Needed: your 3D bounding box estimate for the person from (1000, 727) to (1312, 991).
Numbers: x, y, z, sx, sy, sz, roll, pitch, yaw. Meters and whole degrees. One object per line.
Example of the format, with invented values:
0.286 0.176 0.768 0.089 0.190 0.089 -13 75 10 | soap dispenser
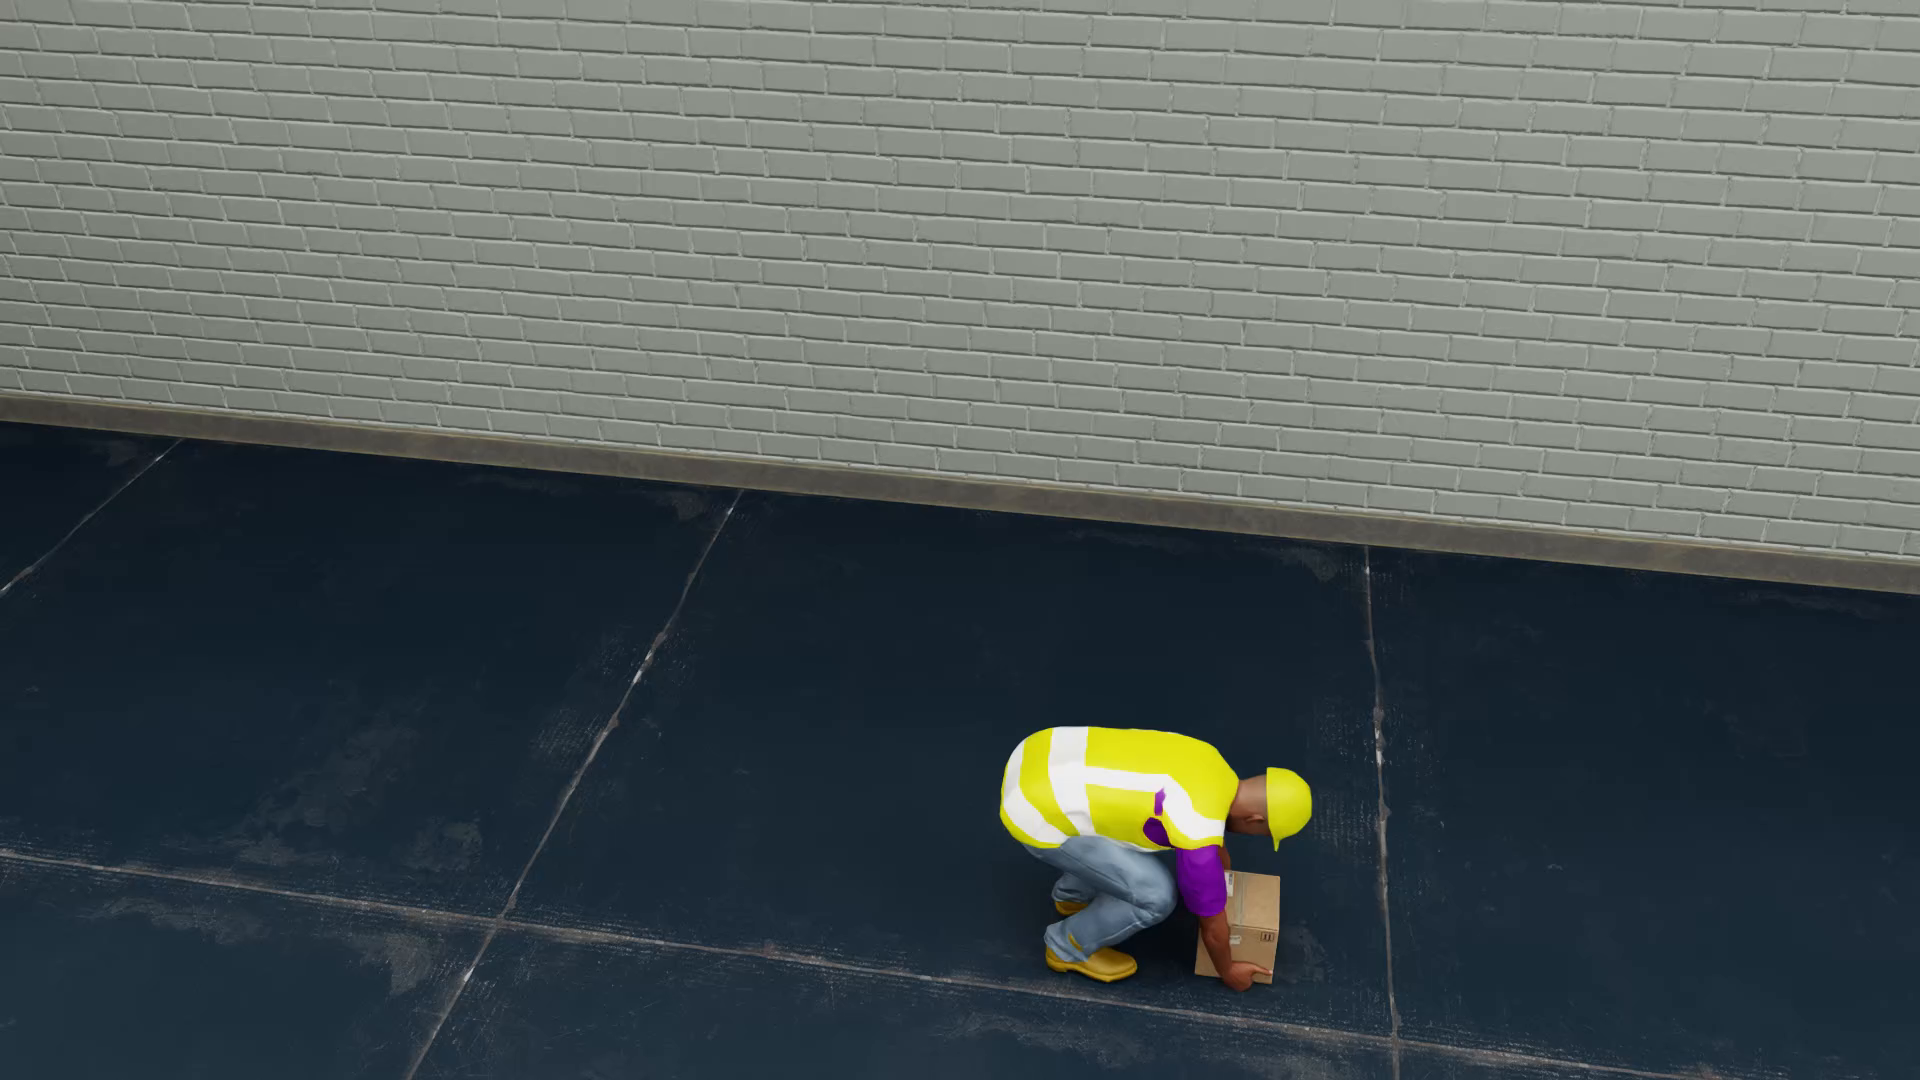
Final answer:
0.621 1.004 5.402 0.980 0.863 0.518 4 32 7 | person
